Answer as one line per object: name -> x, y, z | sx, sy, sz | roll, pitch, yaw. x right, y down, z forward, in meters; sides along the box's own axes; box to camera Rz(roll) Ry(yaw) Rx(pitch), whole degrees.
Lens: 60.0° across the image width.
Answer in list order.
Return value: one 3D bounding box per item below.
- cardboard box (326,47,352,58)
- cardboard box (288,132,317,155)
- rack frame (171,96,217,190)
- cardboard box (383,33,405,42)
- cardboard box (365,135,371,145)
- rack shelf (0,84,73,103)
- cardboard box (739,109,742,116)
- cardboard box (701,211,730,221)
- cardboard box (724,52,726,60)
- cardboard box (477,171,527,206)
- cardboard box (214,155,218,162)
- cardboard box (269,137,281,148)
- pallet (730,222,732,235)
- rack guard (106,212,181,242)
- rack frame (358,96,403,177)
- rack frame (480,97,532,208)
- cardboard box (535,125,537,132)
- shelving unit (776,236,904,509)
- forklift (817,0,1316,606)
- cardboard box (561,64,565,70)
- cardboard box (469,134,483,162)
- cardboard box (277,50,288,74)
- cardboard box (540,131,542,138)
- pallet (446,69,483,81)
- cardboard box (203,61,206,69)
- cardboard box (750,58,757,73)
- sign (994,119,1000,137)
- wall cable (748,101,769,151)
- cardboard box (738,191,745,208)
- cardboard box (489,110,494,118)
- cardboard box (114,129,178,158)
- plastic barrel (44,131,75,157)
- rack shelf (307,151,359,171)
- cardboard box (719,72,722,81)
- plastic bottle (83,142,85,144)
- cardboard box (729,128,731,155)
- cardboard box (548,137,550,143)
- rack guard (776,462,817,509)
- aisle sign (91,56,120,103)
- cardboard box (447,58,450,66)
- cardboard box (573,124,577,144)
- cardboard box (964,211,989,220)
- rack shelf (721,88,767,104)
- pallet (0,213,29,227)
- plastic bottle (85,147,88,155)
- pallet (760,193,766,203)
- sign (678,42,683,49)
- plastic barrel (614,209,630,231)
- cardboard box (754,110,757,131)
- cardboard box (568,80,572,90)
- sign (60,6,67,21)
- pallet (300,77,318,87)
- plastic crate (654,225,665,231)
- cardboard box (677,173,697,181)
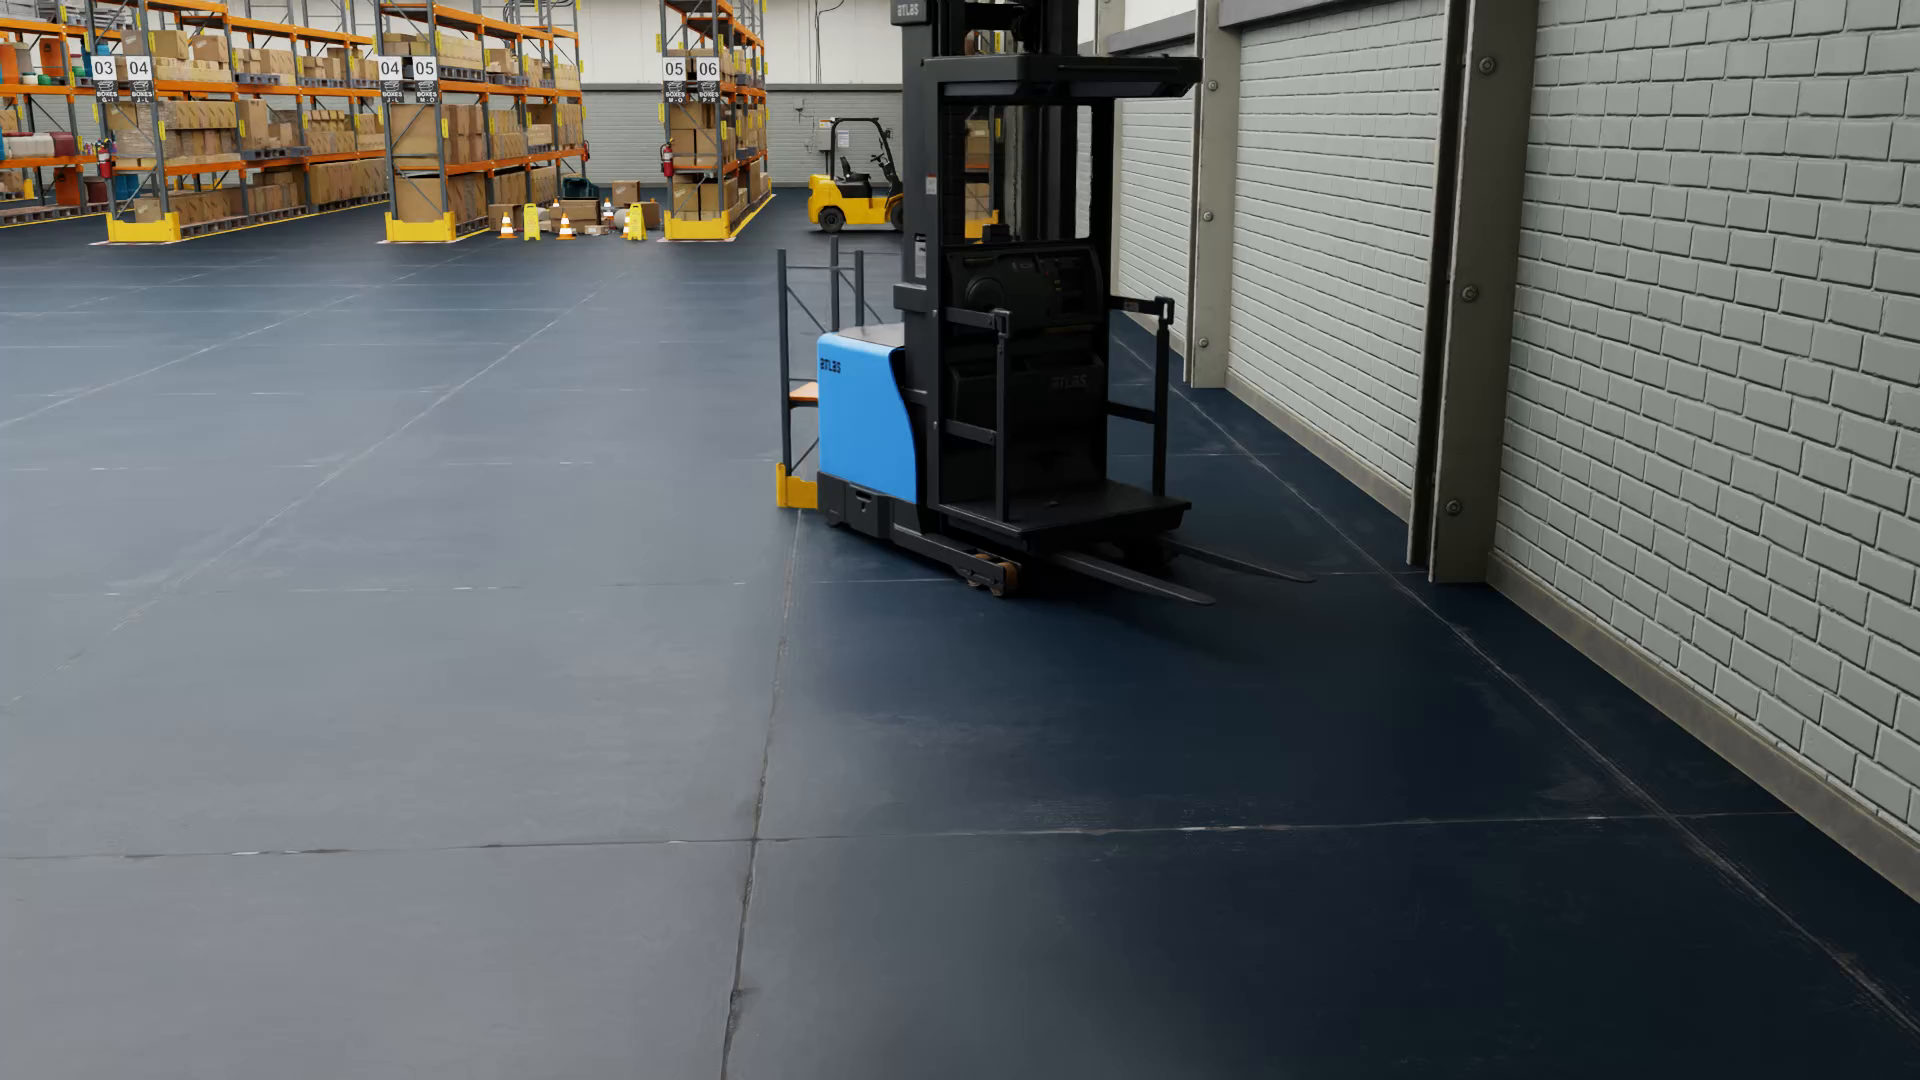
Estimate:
cardboard box -> -15.513, -12.179, 41.572 | 0.500, 0.250, 0.500 | -2, 15, -7
cardboard box -> -14.972, -9.008, 37.815 | 0.500, 0.500, 0.500 | 0, 14, -2
rack frame -> -20.653, -10.747, 44.777 | 1.000, 3.000, 0.127 | -1, 14, -3
cardboard box -> -10.121, -8.943, 29.607 | 0.380, 0.149, 0.250 | -1, 14, -3
cardboard box -> -15.255, -10.145, 42.140 | 0.500, 0.250, 0.500 | -1, 14, -4
rack shelf -> -20.033, -9.364, 34.827 | 1.077, 0.370, 4.000 | -1, 14, -3
cardboard box -> -4.940, -9.295, 36.189 | 0.380, 0.149, 0.250 | -2, 15, -6
cardboard box -> -4.601, -6.074, 31.289 | 0.500, 0.250, 0.500 | -1, 14, -4
cardboard box -> -4.618, -9.122, 31.343 | 0.380, 0.149, 0.250 | 0, 14, -2
cardboard box -> -10.309, -7.847, 37.175 | 1.050, 0.750, 0.750 | -1, 14, -4
cardboard box -> -14.687, -7.419, 32.344 | 0.380, 0.149, 0.250 | -1, 14, -3
cardboard box -> -14.841, -8.562, 35.710 | 0.396, 0.266, 0.258 | -1, 14, -5
pallet -> -4.847, -5.868, 31.411 | 1.003, 0.211, 1.213 | -1, 14, -3
rack guard -> -14.723, -5.653, 29.993 | 1.175, 0.500, 0.348 | -1, 14, -3
rack frame -> -15.709, -10.824, 45.074 | 1.000, 3.000, 0.127 | -1, 14, -3
rack frame -> -10.257, -8.885, 37.541 | 1.000, 3.000, 0.127 | -1, 14, -3
cardboard box -> -10.175, -9.700, 39.174 | 0.380, 0.149, 0.250 | 0, 14, -2
shelving unit -> -0.675, -1.038, 10.052 | 0.587, 1.500, 1.083 | 3, 15, 12
forklift -> 0.454, -1.285, 8.140 | 1.130, 2.935, 3.031 | -10, 17, -34
cardboard box -> -10.315, -12.099, 42.509 | 0.380, 0.149, 0.250 | 0, 14, -1
cardboard box -> -9.918, -7.735, 32.770 | 0.875, 0.550, 0.550 | -1, 14, -3
cardboard box -> -14.892, -10.335, 35.951 | 0.500, 0.500, 0.500 | -1, 14, -4
cardboard box -> -10.198, -9.682, 39.703 | 0.380, 0.149, 0.250 | -1, 14, -3
pallet -> -9.969, -9.097, 32.520 | 1.003, 0.211, 1.213 | -1, 14, -3
cardboard box -> -14.645, -9.074, 31.753 | 0.380, 0.149, 0.250 | 0, 14, -1
cardboard box -> -5.397, -11.884, 41.932 | 0.500, 0.500, 0.500 | -1, 14, -2
sign -> 0.681, -7.540, 30.414 | 0.100, 0.325, 0.005 | -1, 14, -3
wall cable -> -6.191, -12.886, 50.987 | 0.585, 1.953, 0.123 | -1, 14, -3
cardboard box -> -5.203, -7.405, 36.218 | 0.950, 0.372, 0.625 | 0, 14, -2
cardboard box -> -10.080, -8.675, 34.514 | 0.700, 0.500, 0.500 | -1, 14, -4
cardboard box -> -14.725, -7.174, 30.092 | 0.875, 0.500, 0.500 | -1, 14, -3
plastic barrel -> -19.826, -8.713, 36.597 | 0.600, 0.536, 0.708 | -1, 14, -3
rack shelf -> -15.338, -8.983, 39.364 | 1.077, 0.370, 4.000 | -1, 14, -3
cardboard box -> -4.524, -8.416, 30.200 | 0.380, 0.149, 0.250 | -1, 14, -3
plastic bottle -> -20.549, -9.206, 39.044 | 0.097, 0.271, 0.097 | 0, 14, 0
cardboard box -> -4.687, -7.694, 32.112 | 0.500, 0.500, 0.500 | -1, 14, -5
cardboard box -> -10.266, -9.802, 40.763 | 0.380, 0.149, 0.250 | -1, 14, -3
rack guard -> -0.786, -0.312, 9.737 | 0.587, 0.250, 0.087 | 3, 15, 12
aisle sign -> -15.014, -8.083, 29.206 | 0.394, 0.787, 0.004 | -1, 14, -3
cardboard box -> -9.494, -8.695, 30.240 | 0.380, 0.149, 0.250 | -1, 14, -3
cardboard box -> -10.400, -10.706, 43.818 | 0.500, 0.500, 0.500 | -1, 14, -3
cardboard box -> 0.292, -6.072, 31.281 | 0.500, 0.250, 0.500 | -1, 14, -3
rack shelf -> -5.694, -11.584, 43.451 | 1.077, 0.370, 4.000 | -1, 14, -3
pallet -> -19.997, -6.607, 34.282 | 1.003, 0.211, 1.213 | -1, 14, -3
plastic bottle -> -19.847, -8.827, 37.714 | 0.097, 0.201, 0.097 | 0, 14, 0
pallet -> -5.540, -8.822, 42.889 | 1.003, 0.211, 1.213 | -1, 14, -3
sign -> -5.629, -9.877, 33.545 | 0.100, 0.325, 0.005 | -1, 14, -3
plastic barrel -> -6.466, -6.240, 32.430 | 0.512, 0.421, 0.421 | 10, 18, 35
cardboard box -> -5.253, -10.279, 40.749 | 0.500, 0.500, 0.500 | -1, 14, -2
cardboard box -> -10.352, -11.764, 43.009 | 0.500, 0.250, 0.500 | 0, 14, -1
sign -> -19.608, -11.517, 36.376 | 0.100, 0.325, 0.005 | -1, 14, -3
pallet -> -15.306, -10.355, 37.610 | 1.213, 0.211, 1.003 | 0, 14, -1
plastic crate -> -5.796, -6.175, 32.866 | 0.402, 0.080, 0.583 | -6, 16, -23
cardboard box -> -5.254, -6.960, 31.926 | 0.380, 0.149, 0.250 | 0, 14, -1
